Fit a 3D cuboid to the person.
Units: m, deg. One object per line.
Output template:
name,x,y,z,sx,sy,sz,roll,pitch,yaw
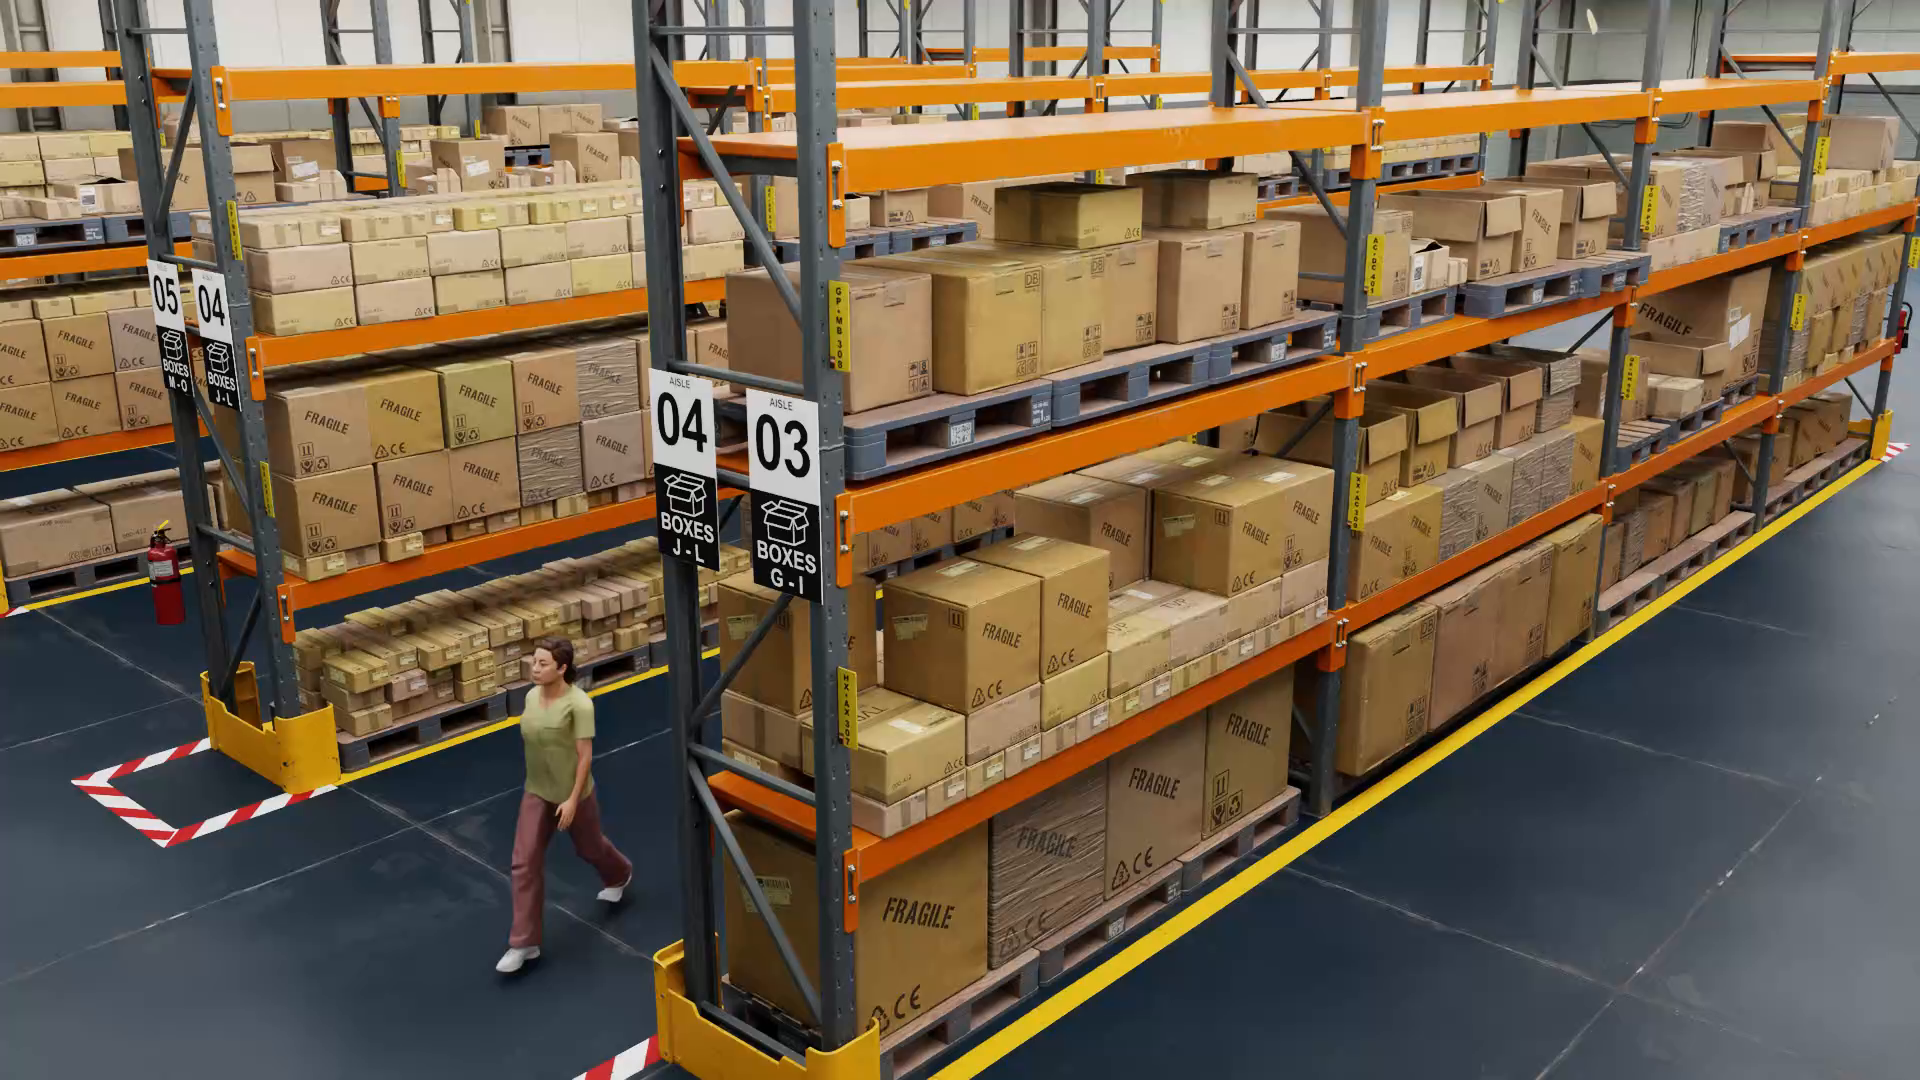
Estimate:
person,-2.024,1.270,8.404,0.437,1.621,1.018,6,18,19
